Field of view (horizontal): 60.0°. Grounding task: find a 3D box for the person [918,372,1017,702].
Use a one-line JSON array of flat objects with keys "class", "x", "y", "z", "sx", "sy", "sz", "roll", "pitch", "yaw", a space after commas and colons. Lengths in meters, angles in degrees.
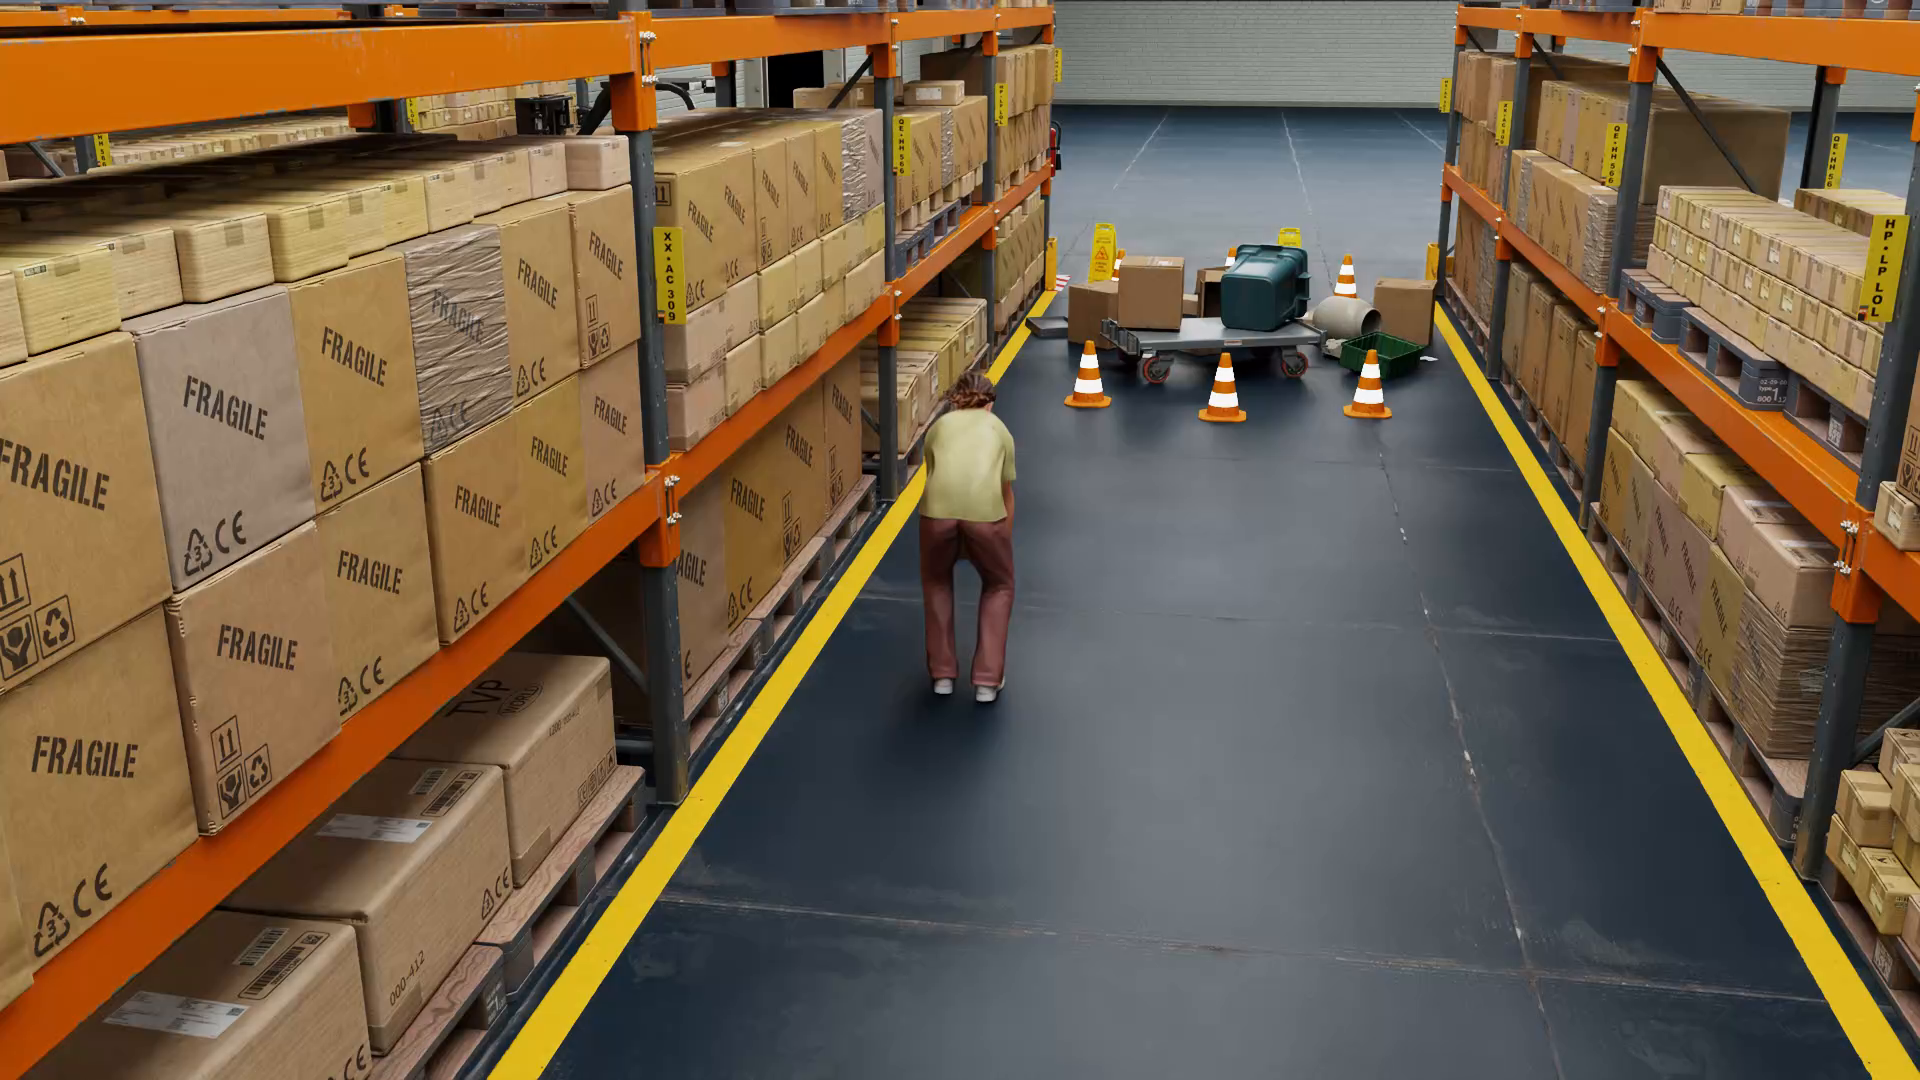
[{"class": "person", "x": 0.042, "y": -0.023, "z": 7.229, "sx": 0.420, "sy": 1.309, "sz": 0.806, "roll": 2, "pitch": 18, "yaw": 7}]
